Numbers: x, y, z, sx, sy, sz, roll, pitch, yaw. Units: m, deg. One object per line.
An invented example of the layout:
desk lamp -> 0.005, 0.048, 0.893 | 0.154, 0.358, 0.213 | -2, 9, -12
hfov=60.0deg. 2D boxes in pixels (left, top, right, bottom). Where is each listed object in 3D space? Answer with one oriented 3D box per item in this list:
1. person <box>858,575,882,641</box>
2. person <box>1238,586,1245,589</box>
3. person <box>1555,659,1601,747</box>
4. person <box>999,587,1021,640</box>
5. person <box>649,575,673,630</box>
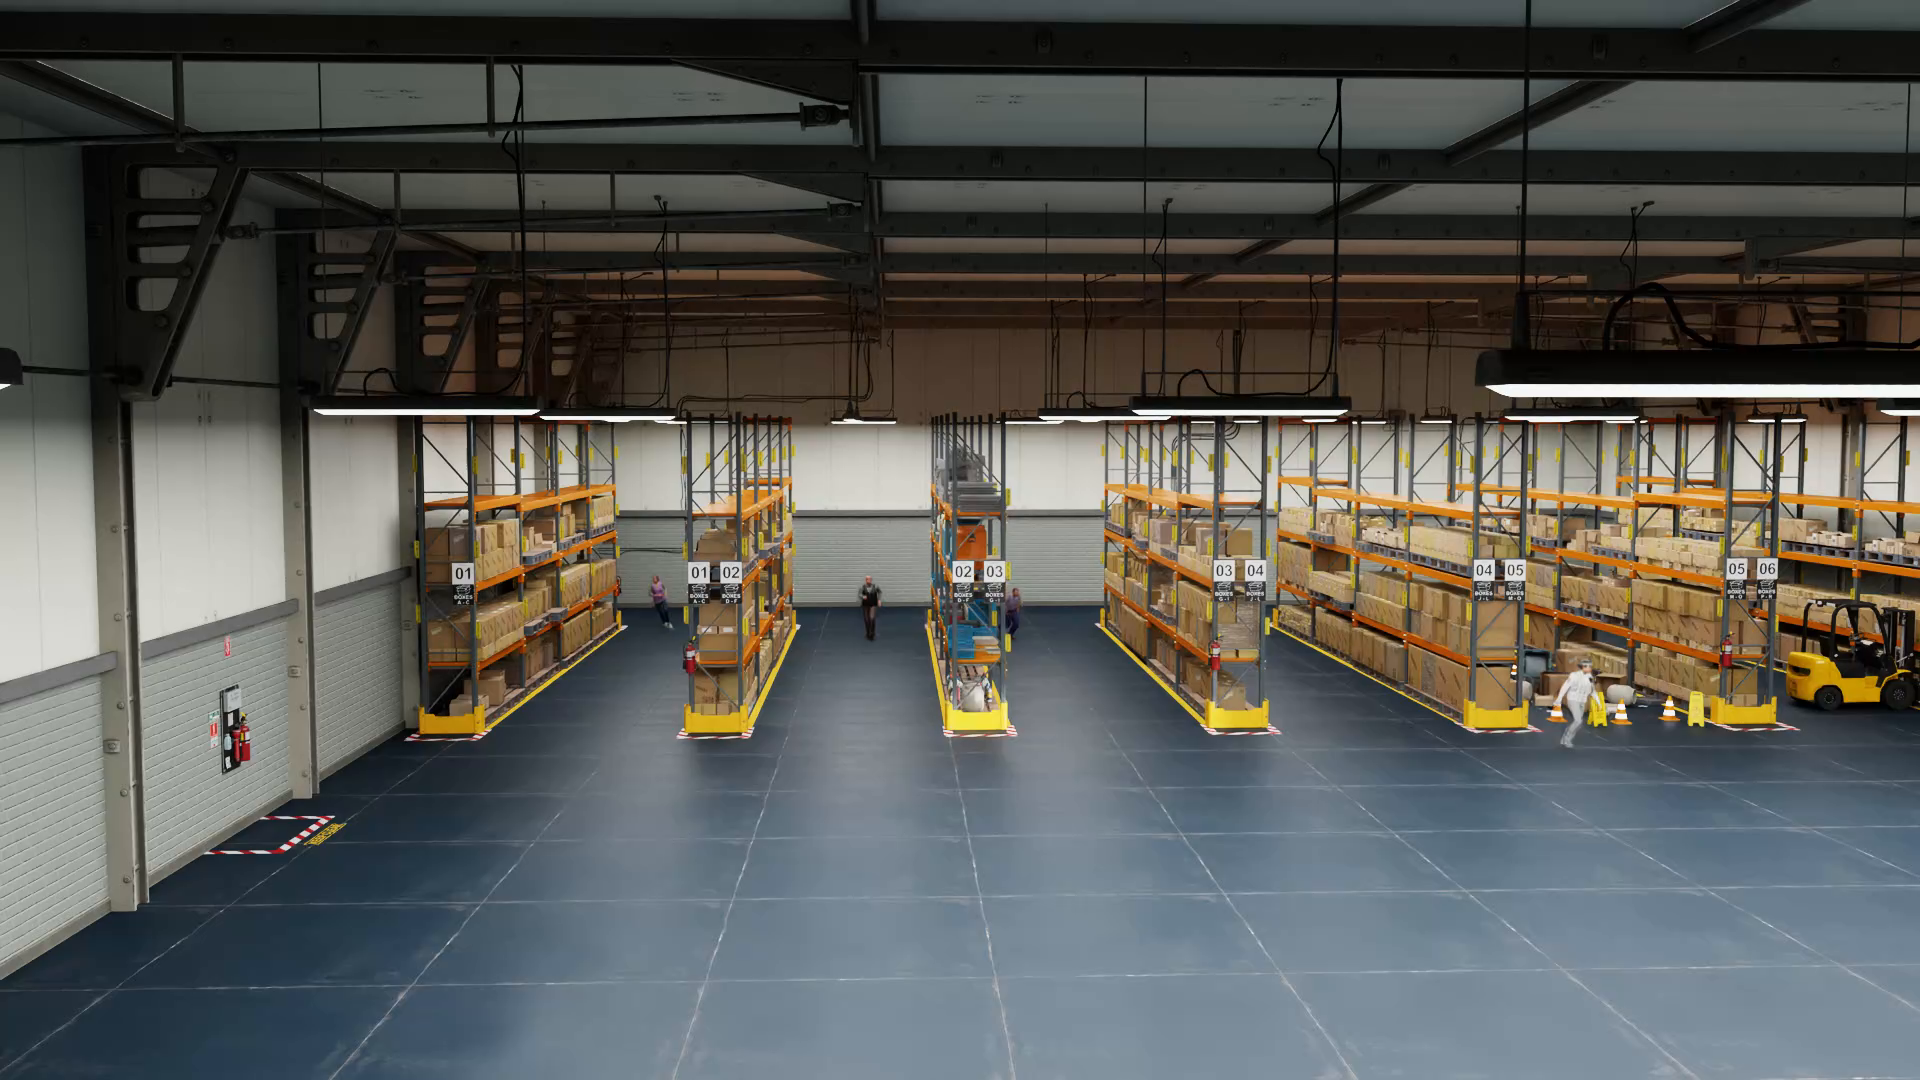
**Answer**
person -> -2.433, 1.831, 44.653 | 0.613, 1.774, 0.833 | 0, 4, 5
person -> 7.951, 1.597, 47.795 | 0.629, 1.820, 0.717 | 0, 4, -4
person -> 11.012, 2.900, 29.582 | 0.586, 1.618, 0.683 | -2, 4, -28
person -> 1.308, 1.967, 44.819 | 0.610, 1.455, 0.969 | -2, 4, -27
person -> -8.501, 1.750, 47.092 | 0.658, 1.565, 0.619 | -1, 4, -20
